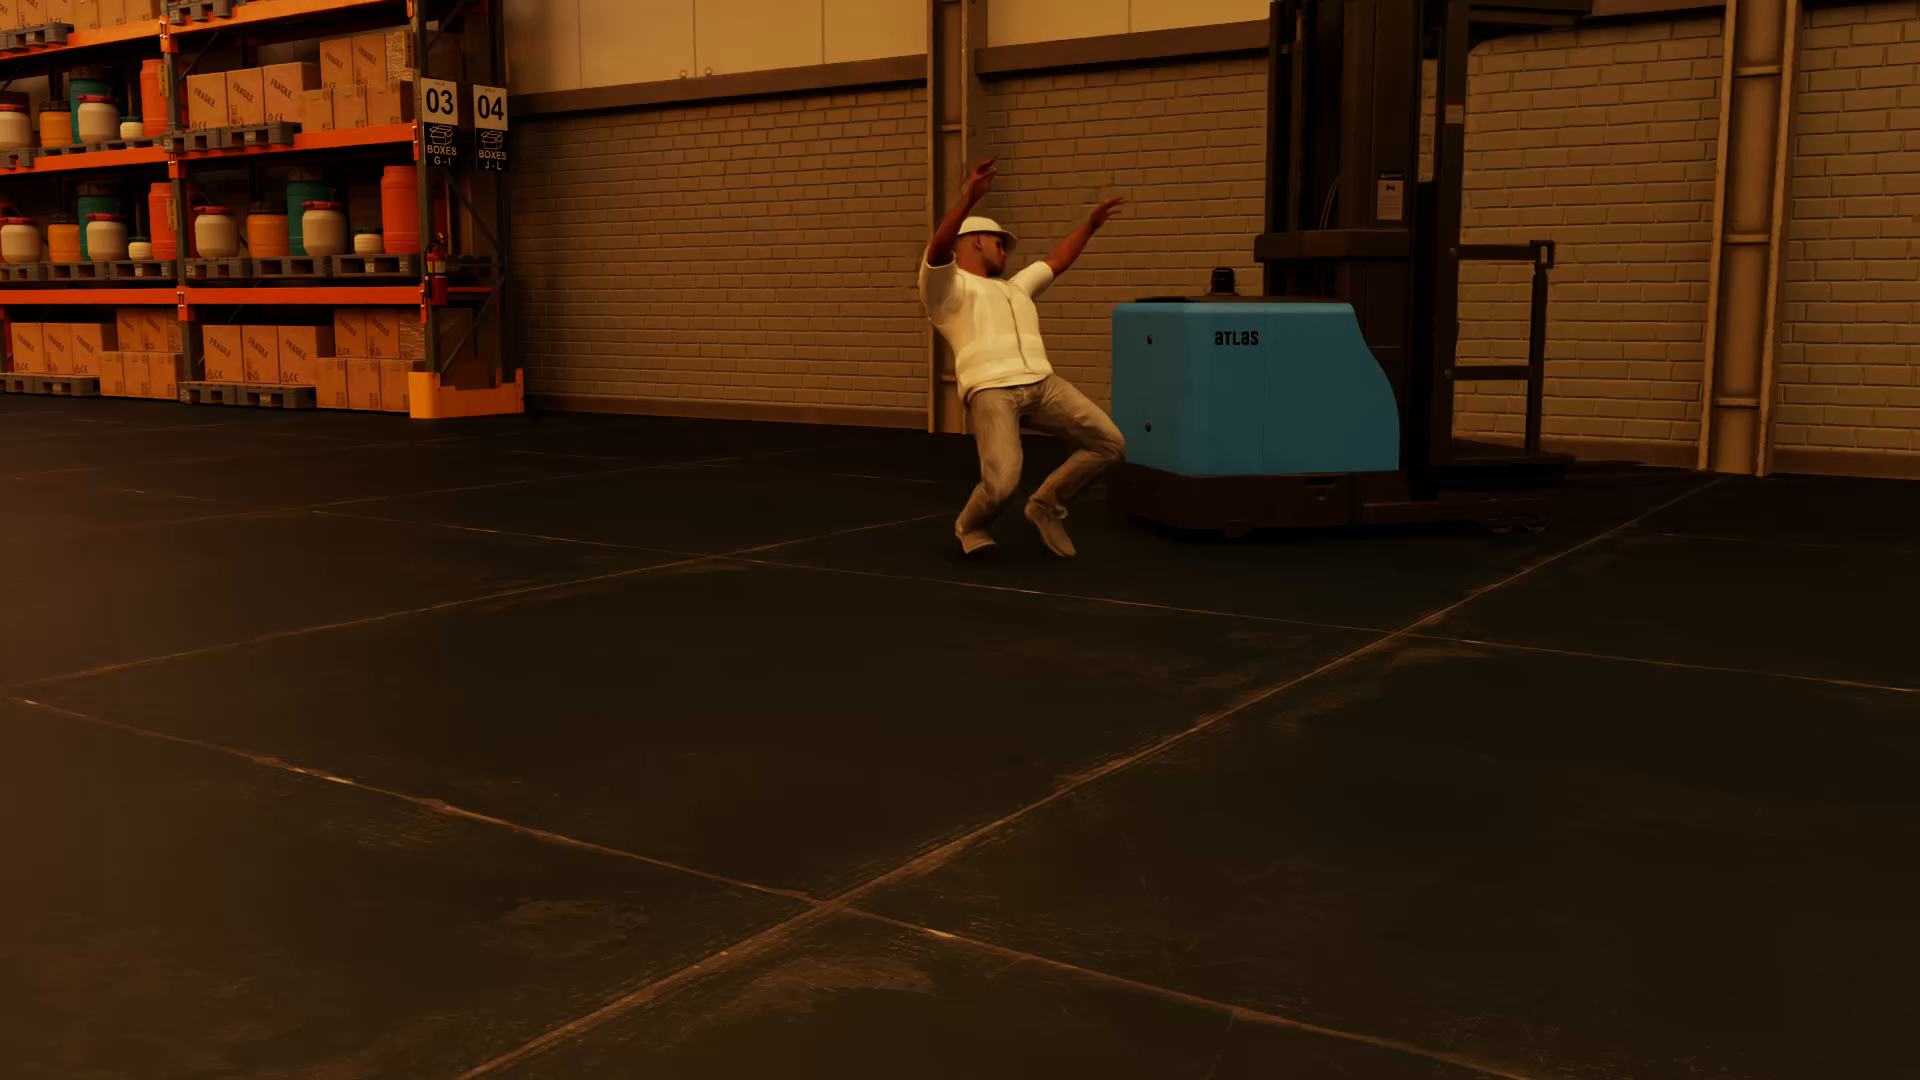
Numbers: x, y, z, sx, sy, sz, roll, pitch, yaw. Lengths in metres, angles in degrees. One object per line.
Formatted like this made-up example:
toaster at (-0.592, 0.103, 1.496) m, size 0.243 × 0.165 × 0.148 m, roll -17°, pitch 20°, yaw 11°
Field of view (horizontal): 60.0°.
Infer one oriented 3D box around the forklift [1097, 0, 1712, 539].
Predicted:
forklift at (2.236, -1.547, 8.073) m, size 3.031 × 2.935 × 1.130 m, roll -2°, pitch 8°, yaw -16°

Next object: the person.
person at (0.320, -0.610, 6.828) m, size 0.689 × 1.490 × 0.878 m, roll -7°, pitch 11°, yaw -40°
